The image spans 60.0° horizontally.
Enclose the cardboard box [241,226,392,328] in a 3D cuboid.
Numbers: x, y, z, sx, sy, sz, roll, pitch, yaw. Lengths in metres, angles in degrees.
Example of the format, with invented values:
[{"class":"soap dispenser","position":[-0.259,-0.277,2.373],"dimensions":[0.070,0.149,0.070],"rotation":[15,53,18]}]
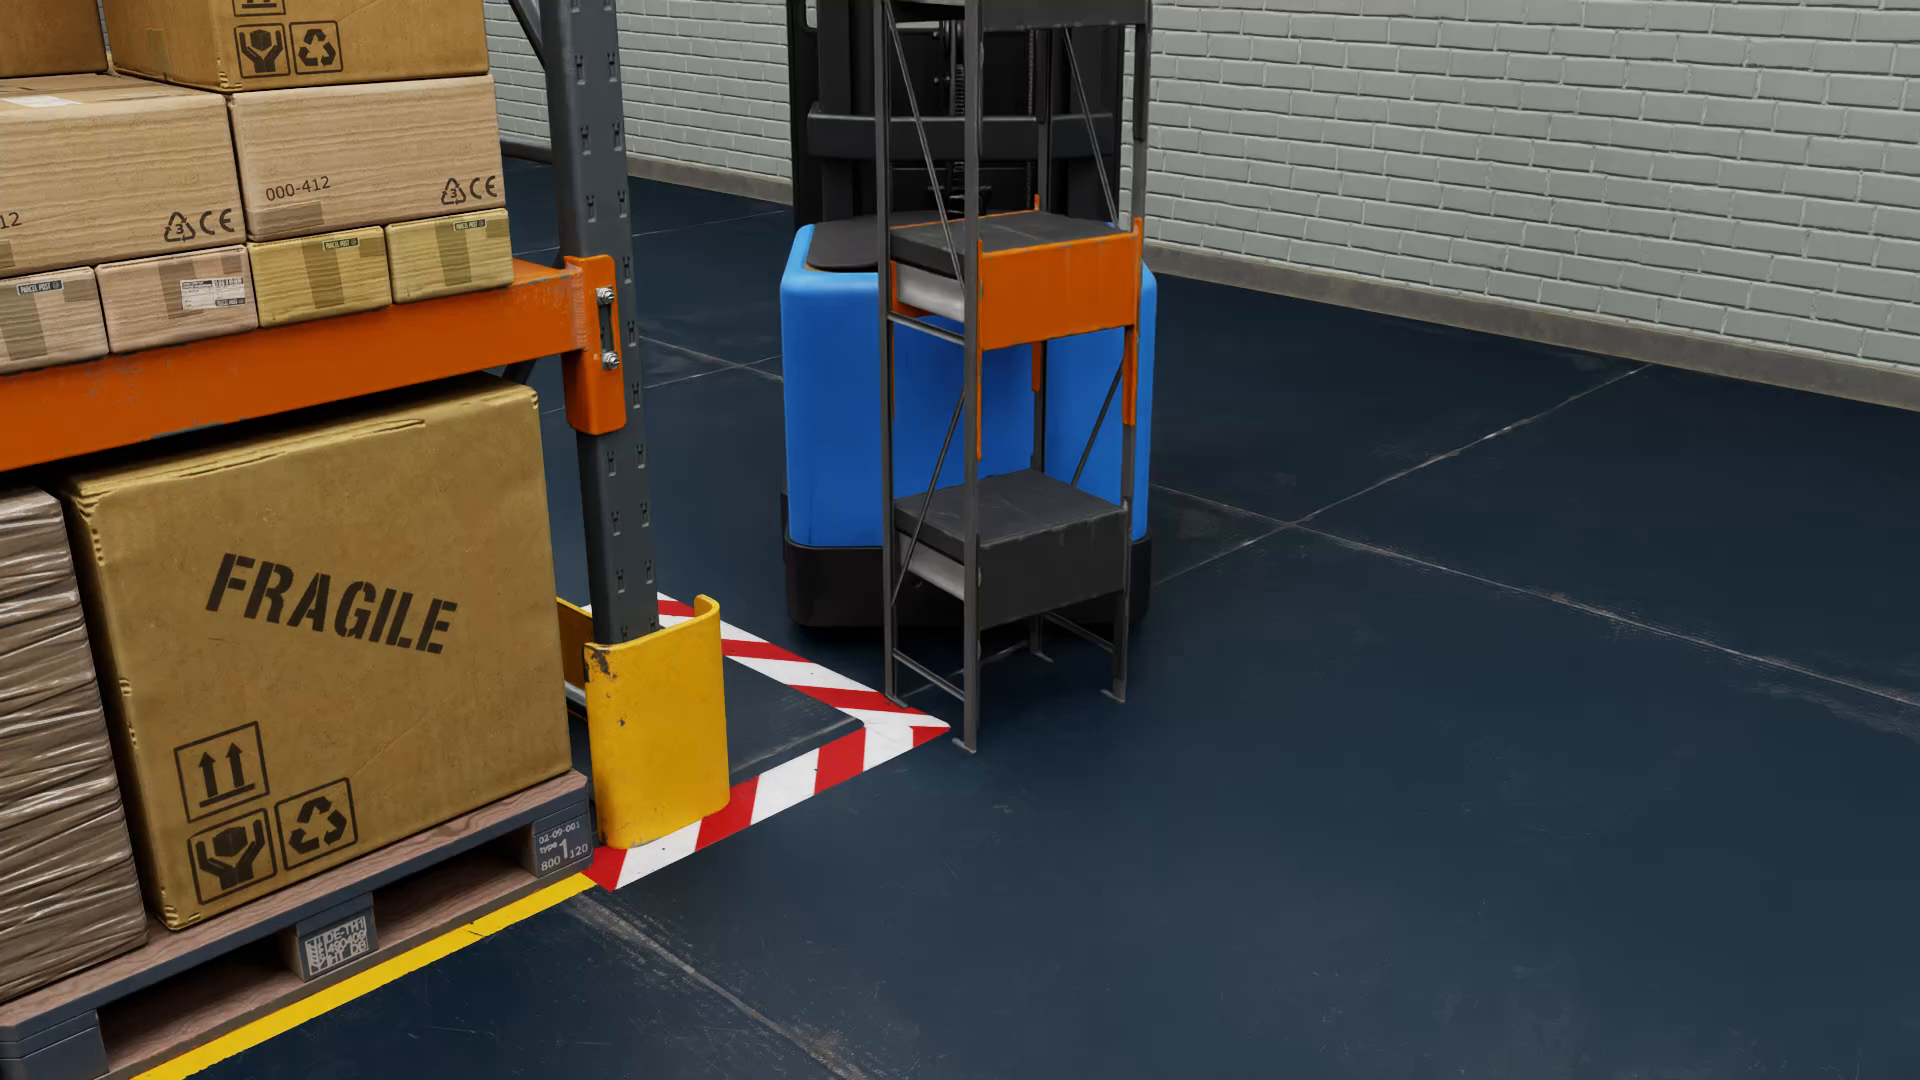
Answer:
[{"class":"cardboard box","position":[-1.268,-0.517,3.090],"dimensions":[0.380,0.149,0.250],"rotation":[20,28,41]}]

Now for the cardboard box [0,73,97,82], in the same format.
[{"class":"cardboard box","position":[-1.962,-0.754,3.149],"dimensions":[0.500,0.250,0.500],"rotation":[19,28,40]}]

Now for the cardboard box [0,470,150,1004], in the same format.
[{"class":"cardboard box","position":[-2.100,0.338,2.889],"dimensions":[0.875,0.875,0.875],"rotation":[19,28,41]}]

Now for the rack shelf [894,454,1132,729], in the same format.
[{"class":"rack shelf","position":[0.120,0.118,4.330],"dimensions":[0.480,0.518,0.431],"rotation":[-14,25,-32]}]

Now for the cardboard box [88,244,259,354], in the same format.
[{"class":"cardboard box","position":[-1.445,-0.453,2.922],"dimensions":[0.380,0.149,0.250],"rotation":[19,28,41]}]

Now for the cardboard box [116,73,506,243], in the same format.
[{"class":"cardboard box","position":[-1.224,-0.754,3.149],"dimensions":[0.500,0.250,0.500],"rotation":[19,28,40]}]

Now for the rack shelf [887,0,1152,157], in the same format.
[{"class":"rack shelf","position":[0.121,-1.189,3.828],"dimensions":[0.480,0.518,0.431],"rotation":[-14,25,-32]}]

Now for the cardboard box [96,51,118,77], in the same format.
[{"class":"cardboard box","position":[-1.604,-0.889,3.501],"dimensions":[0.500,0.250,0.500],"rotation":[18,28,39]}]

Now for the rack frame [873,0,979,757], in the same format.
[{"class":"rack frame","position":[-0.079,-0.498,3.943],"dimensions":[0.015,2.100,0.400],"rotation":[-14,25,-32]}]

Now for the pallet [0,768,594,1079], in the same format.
[{"class":"pallet","position":[-1.577,0.651,3.587],"dimensions":[1.003,0.211,1.213],"rotation":[19,28,41]}]

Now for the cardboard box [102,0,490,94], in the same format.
[{"class":"cardboard box","position":[-1.227,-1.104,3.014],"dimensions":[0.500,0.500,0.500],"rotation":[20,29,41]}]

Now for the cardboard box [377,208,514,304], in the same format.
[{"class":"cardboard box","position":[-1.088,-0.585,3.265],"dimensions":[0.250,0.149,0.380],"rotation":[-20,28,-41]}]

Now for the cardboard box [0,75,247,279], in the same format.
[{"class":"cardboard box","position":[-1.578,-0.623,2.810],"dimensions":[0.500,0.250,0.500],"rotation":[19,28,40]}]

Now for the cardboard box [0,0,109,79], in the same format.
[{"class":"cardboard box","position":[-1.953,-1.110,3.032],"dimensions":[0.500,0.500,0.500],"rotation":[18,28,39]}]

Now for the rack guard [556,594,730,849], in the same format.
[{"class":"rack guard","position":[-1.059,0.285,4.137],"dimensions":[1.175,0.500,0.348],"rotation":[19,28,41]}]

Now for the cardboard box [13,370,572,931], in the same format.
[{"class":"cardboard box","position":[-1.465,0.104,3.498],"dimensions":[0.875,0.875,0.875],"rotation":[19,28,41]}]

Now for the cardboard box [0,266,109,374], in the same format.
[{"class":"cardboard box","position":[-1.620,-0.389,2.756],"dimensions":[0.250,0.149,0.380],"rotation":[-20,28,-41]}]

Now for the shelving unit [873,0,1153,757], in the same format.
[{"class":"shelving unit","position":[0.120,-0.548,4.074],"dimensions":[0.503,2.100,0.431],"rotation":[-14,25,-32]}]

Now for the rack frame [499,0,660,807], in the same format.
[{"class":"rack frame","position":[-1.076,-0.876,3.672],"dimensions":[1.000,3.000,0.127],"rotation":[19,28,41]}]

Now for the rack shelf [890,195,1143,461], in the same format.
[{"class":"rack shelf","position":[0.120,-0.535,4.079],"dimensions":[0.480,0.518,0.431],"rotation":[-14,25,-32]}]

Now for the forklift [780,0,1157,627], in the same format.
[{"class":"forklift","position":[-0.021,-1.600,5.652],"dimensions":[1.130,2.935,3.031],"rotation":[-1,21,-2]}]

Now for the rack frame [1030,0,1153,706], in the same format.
[{"class":"rack frame","position":[0.320,-0.598,4.205],"dimensions":[0.015,2.100,0.400],"rotation":[-14,25,-32]}]

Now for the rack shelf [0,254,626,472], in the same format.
[{"class":"rack shelf","position":[-2.471,-0.026,2.464],"dimensions":[1.077,0.370,4.000],"rotation":[19,28,41]}]
